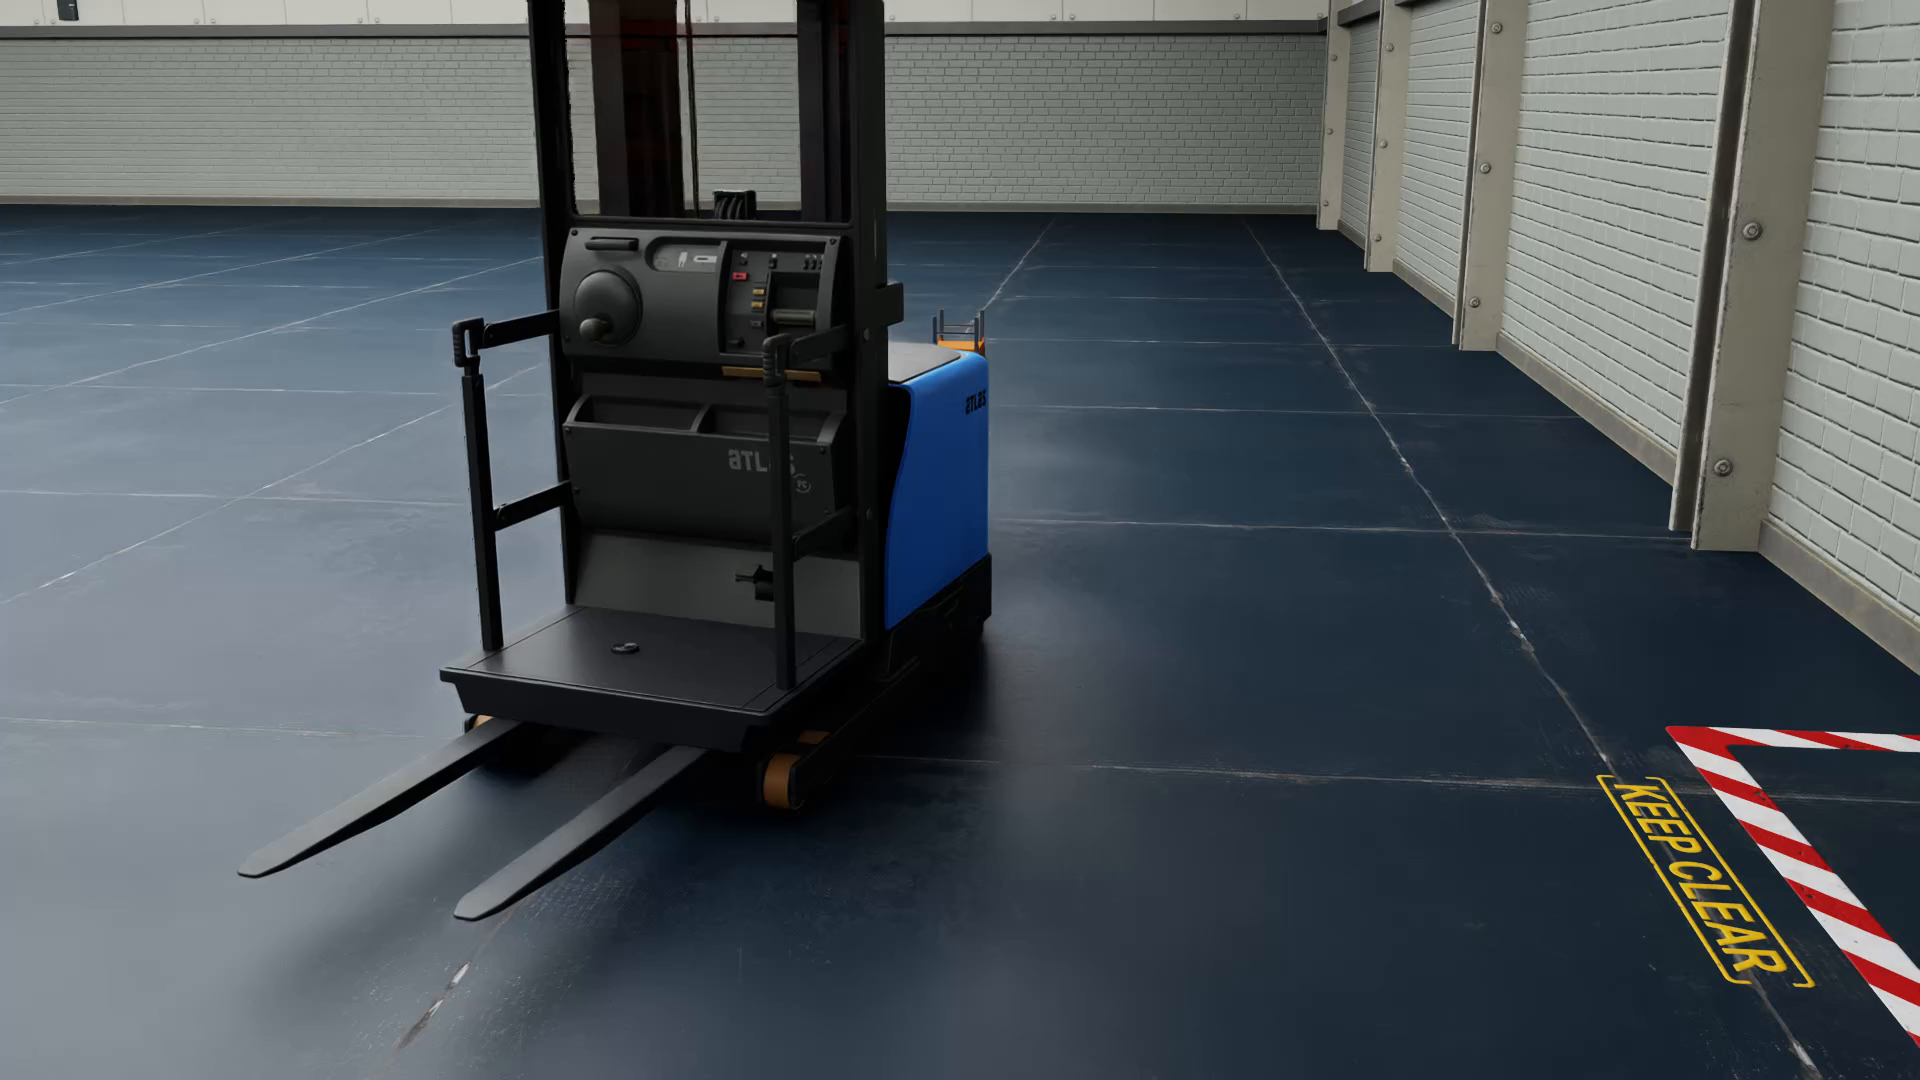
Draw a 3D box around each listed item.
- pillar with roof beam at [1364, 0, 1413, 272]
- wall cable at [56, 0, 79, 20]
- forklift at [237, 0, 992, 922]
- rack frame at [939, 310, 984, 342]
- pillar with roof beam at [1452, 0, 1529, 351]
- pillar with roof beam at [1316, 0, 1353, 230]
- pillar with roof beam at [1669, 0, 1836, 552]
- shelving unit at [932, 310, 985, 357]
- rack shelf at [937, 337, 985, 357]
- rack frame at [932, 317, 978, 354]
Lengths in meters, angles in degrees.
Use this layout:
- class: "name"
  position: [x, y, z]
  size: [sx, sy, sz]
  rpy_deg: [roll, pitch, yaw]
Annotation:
- class: "pillar with roof beam"
  position: [0.564, -7.586, 18.478]
  size: [9.100, 9.000, 0.400]
  rpy_deg: [2, 15, 6]
- class: "wall cable"
  position: [-14.703, -12.027, 28.384]
  size: [2.305, 6.003, 0.169]
  rpy_deg: [2, 15, 6]
- class: "forklift"
  position: [-0.866, -0.757, 4.848]
  size: [1.130, 2.935, 3.031]
  rpy_deg: [5, 16, 20]
- class: "rack frame"
  position: [0.008, -0.525, 7.591]
  size: [0.200, 1.050, 0.008]
  rpy_deg: [2, 15, 6]
- class: "pillar with roof beam"
  position: [-0.113, -6.030, 12.723]
  size: [9.100, 9.000, 0.400]
  rpy_deg: [2, 15, 6]
- class: "pillar with roof beam"
  position: [1.241, -9.142, 24.233]
  size: [9.100, 9.000, 0.400]
  rpy_deg: [2, 15, 6]
- class: "pillar with roof beam"
  position: [-0.790, -4.474, 6.968]
  size: [9.100, 9.000, 0.400]
  rpy_deg: [2, 15, 6]
- class: "shelving unit"
  position: [-0.006, -0.493, 7.474]
  size: [0.215, 1.050, 0.252]
  rpy_deg: [2, 15, 6]
- class: "rack shelf"
  position: [-0.006, -0.757, 7.402]
  size: [0.215, 0.259, 0.240]
  rpy_deg: [2, 15, 6]
- class: "rack frame"
  position: [-0.020, -0.461, 7.357]
  size: [0.200, 1.050, 0.008]
  rpy_deg: [2, 15, 6]
